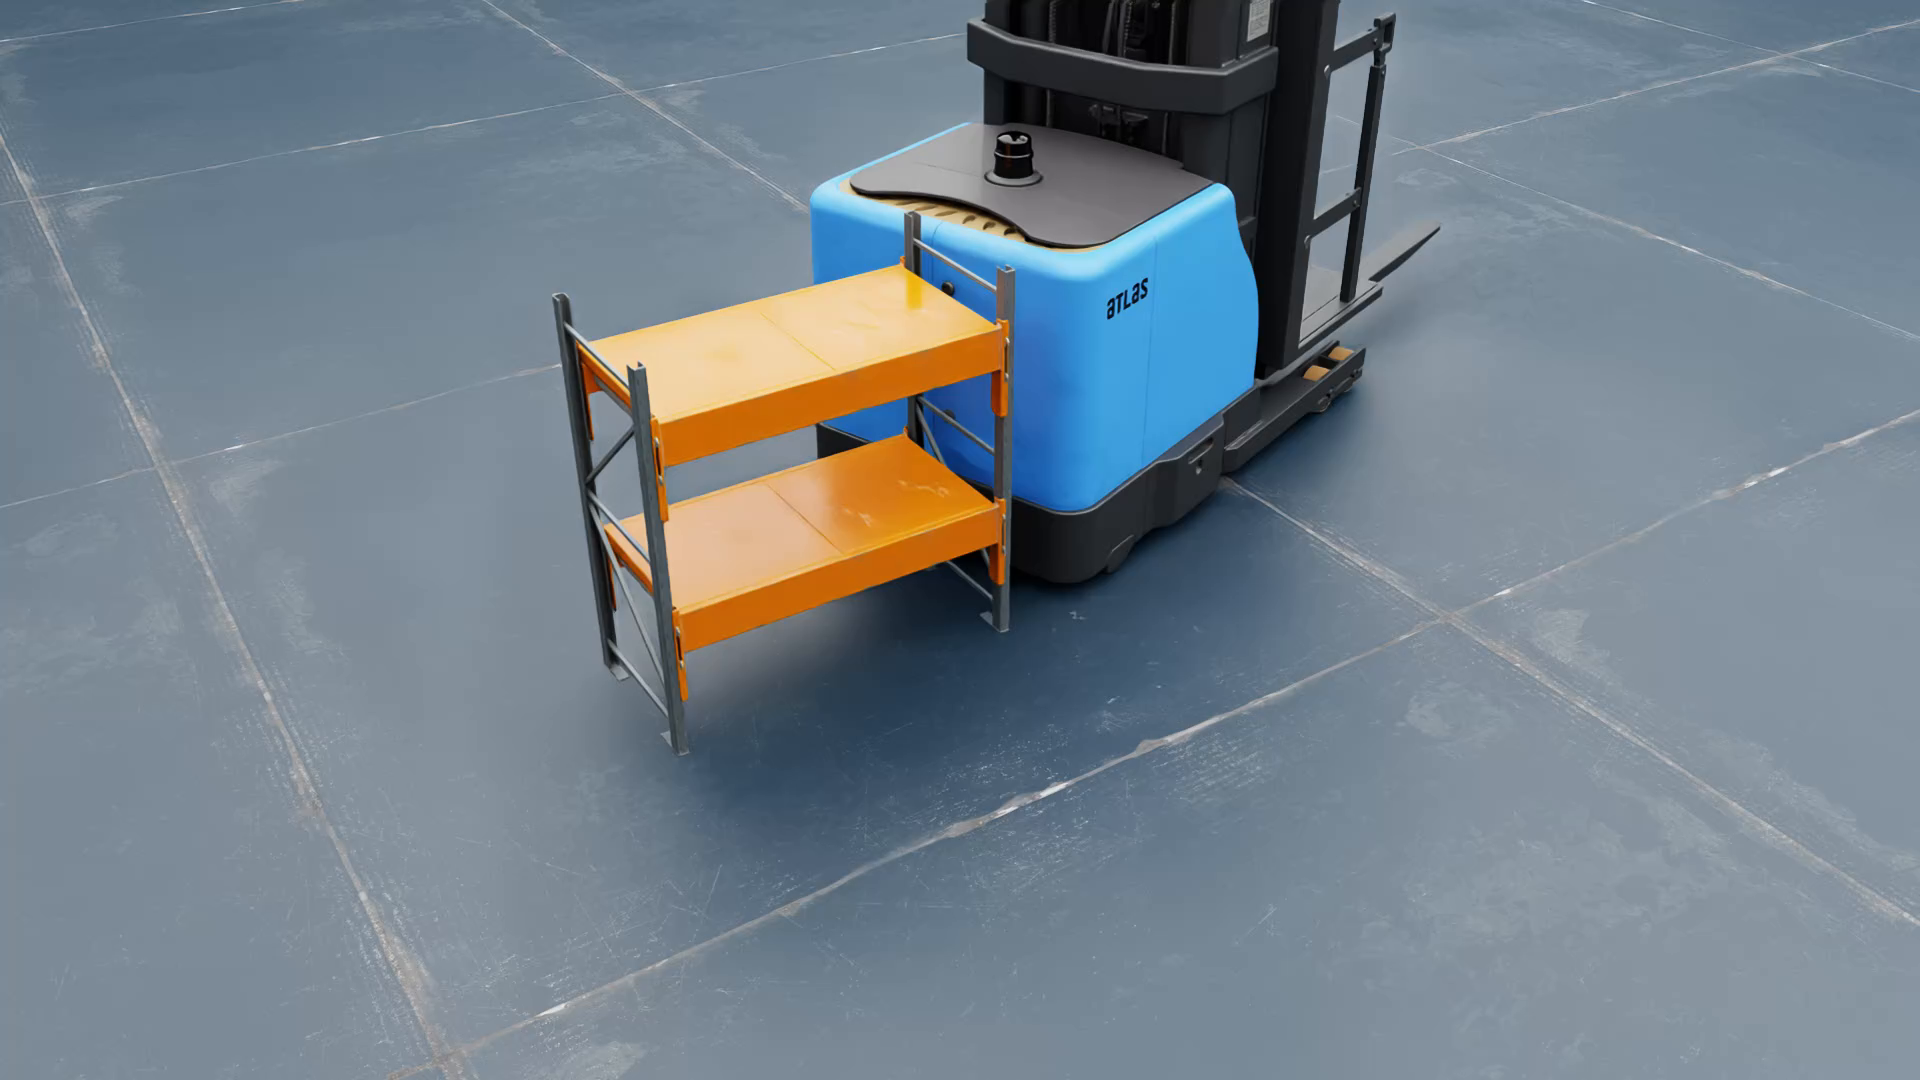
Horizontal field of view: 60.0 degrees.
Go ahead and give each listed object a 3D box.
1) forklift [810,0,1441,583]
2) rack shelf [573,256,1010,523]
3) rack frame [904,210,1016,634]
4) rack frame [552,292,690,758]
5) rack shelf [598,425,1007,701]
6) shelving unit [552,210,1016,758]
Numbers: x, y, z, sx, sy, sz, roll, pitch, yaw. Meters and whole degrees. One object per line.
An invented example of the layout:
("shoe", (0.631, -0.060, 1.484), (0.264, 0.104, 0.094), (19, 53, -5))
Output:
("forklift", (0.829, -1.840, 5.419), (1.130, 2.935, 3.031), (22, 38, 31))
("rack shelf", (-0.432, -0.418, 4.310), (1.000, 0.278, 0.538), (-19, 37, -27))
("rack frame", (-0.006, -0.318, 4.700), (0.032, 1.125, 0.500), (-19, 37, -27))
("rack frame", (-0.858, -0.023, 4.231), (0.032, 1.125, 0.500), (-19, 37, -27))
("rack shelf", (-0.432, 0.036, 4.596), (1.000, 0.278, 0.538), (-19, 37, -27))
("shelving unit", (-0.432, -0.170, 4.466), (1.048, 1.125, 0.538), (-19, 37, -27))
